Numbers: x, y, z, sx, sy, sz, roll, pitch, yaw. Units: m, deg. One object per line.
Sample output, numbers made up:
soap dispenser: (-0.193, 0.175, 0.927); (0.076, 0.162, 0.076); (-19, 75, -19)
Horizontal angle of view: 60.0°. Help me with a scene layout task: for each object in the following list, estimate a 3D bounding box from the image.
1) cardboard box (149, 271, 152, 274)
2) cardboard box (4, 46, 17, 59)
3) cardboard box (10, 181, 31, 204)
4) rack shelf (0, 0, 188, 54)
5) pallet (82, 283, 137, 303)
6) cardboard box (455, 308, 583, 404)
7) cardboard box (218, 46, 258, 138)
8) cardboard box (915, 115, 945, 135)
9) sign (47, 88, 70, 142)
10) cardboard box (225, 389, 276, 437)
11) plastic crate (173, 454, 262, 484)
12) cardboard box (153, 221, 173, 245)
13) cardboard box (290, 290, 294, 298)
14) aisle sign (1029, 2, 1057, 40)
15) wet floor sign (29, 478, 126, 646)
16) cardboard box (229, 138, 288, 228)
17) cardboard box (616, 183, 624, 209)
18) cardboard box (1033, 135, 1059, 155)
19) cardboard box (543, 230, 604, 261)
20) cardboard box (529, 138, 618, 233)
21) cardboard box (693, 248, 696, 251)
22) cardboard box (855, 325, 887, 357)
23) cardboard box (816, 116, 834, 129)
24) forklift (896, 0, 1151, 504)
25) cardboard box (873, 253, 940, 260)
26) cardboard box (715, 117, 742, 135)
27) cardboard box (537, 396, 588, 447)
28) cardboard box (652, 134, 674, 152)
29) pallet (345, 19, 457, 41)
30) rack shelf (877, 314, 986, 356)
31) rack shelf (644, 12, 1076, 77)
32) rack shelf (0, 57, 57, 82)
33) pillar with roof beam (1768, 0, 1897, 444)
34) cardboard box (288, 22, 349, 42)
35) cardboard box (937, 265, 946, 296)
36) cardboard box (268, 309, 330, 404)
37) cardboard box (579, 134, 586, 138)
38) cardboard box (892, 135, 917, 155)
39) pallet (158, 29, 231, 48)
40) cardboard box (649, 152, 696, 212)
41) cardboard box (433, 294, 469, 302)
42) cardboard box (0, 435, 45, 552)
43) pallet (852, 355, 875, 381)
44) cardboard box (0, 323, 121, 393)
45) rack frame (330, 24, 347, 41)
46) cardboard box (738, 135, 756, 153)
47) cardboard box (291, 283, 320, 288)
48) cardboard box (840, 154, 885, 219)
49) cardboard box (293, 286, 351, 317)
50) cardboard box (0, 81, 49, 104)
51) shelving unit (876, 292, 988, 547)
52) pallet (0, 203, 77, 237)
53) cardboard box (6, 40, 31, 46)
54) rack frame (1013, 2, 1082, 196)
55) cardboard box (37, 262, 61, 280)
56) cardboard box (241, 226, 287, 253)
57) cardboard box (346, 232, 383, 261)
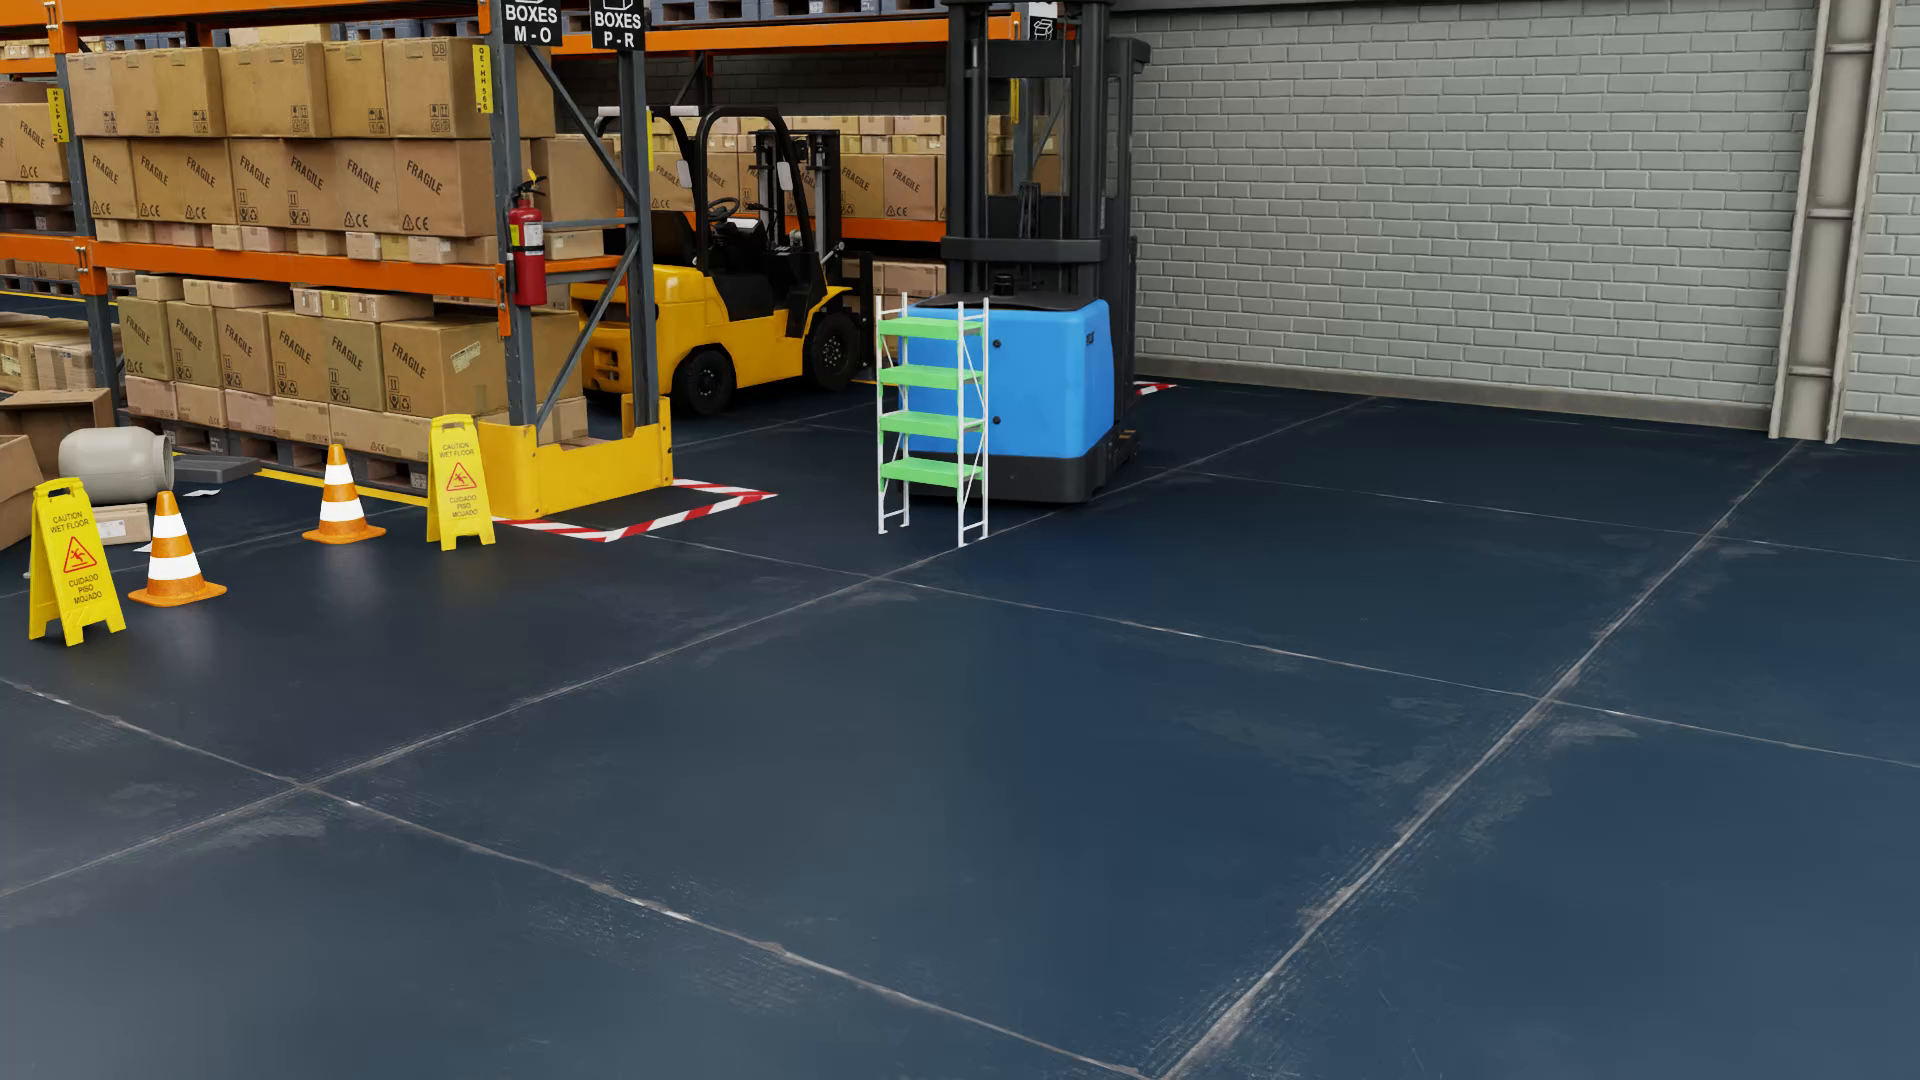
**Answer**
cardboard box: (-9.649, -3.316, 20.196); (0.500, 0.311, 0.500); (10, 17, 35)
cardboard box: (-11.199, -5.838, 19.943); (0.250, 0.149, 0.380); (9, 17, 33)
cardboard box: (-6.152, -2.353, 11.234); (0.250, 0.149, 0.380); (9, 16, 31)
rack shelf: (-7.021, -3.593, 11.850); (4.000, 0.370, 1.077); (9, 17, 33)
pallet: (-9.802, -3.020, 20.083); (1.213, 0.211, 1.003); (9, 17, 33)
cardboard box: (-2.578, -1.081, 9.736); (0.500, 0.500, 0.500); (9, 16, 31)
cardboard box: (-3.821, -2.597, 9.663); (0.500, 0.500, 0.700); (9, 17, 32)
cardboard box: (-0.144, -3.242, 13.001); (0.250, 0.149, 0.380); (10, 17, 34)
sign: (-5.668, -2.669, 10.453); (0.005, 0.325, 0.100); (9, 17, 33)
cardboard box: (-4.132, -0.814, 10.218); (0.500, 0.250, 0.500); (9, 16, 32)
plastic crate: (-4.516, -0.427, 9.881); (0.583, 0.080, 0.402); (3, 14, 14)
cardboard box: (-4.803, -1.937, 10.428); (0.250, 0.149, 0.380); (9, 17, 33)
cardboard box: (-4.298, -1.358, 10.852); (0.500, 0.500, 0.500); (10, 17, 34)
aisle sign: (0.615, -3.866, 12.289); (0.004, 0.787, 0.394); (9, 17, 33)
wet floor sign: (-3.592, 0.071, 6.694); (0.232, 0.644, 0.267); (6, 15, 23)
cardboard box: (-3.883, -2.100, 9.737); (0.500, 0.500, 0.500); (9, 17, 33)
cardboard box: (-3.159, -3.151, 15.121); (0.500, 0.250, 0.500); (10, 17, 34)
cardboard box: (0.588, -3.132, 13.177); (0.250, 0.149, 0.380); (9, 16, 31)
cardboard box: (-2.209, -1.647, 9.255); (0.250, 0.149, 0.380); (9, 17, 33)
cardboard box: (-2.281, -1.993, 9.306); (0.500, 0.500, 0.500); (9, 16, 32)
cardboard box: (-2.368, -2.435, 14.686); (0.500, 0.250, 0.500); (9, 16, 32)
cardboard box: (-0.659, -1.678, 13.709); (0.500, 0.250, 0.500); (9, 17, 33)
cardboard box: (-0.966, -3.390, 13.599); (0.250, 0.149, 0.380); (9, 17, 34)
forklift: (0.517, -1.926, 10.002); (1.130, 2.935, 3.031); (4, 14, 14)
cardboard box: (-0.394, -2.264, 13.994); (0.500, 0.250, 0.500); (9, 17, 32)
cardboard box: (-1.855, -3.510, 14.082); (0.250, 0.149, 0.380); (10, 17, 34)
cardboard box: (-2.558, -0.714, 9.814); (0.500, 0.250, 0.500); (9, 17, 32)
cardboard box: (-2.477, -3.476, 14.567); (0.250, 0.149, 0.380); (9, 16, 32)
pallet: (-5.301, -5.036, 16.575); (1.003, 0.211, 1.213); (10, 17, 35)
rack shelf: (-0.137, -1.009, 8.169); (0.480, 0.148, 0.258); (9, 17, 33)
rack shelf: (-0.935, -4.047, 13.684); (4.000, 0.370, 1.077); (9, 17, 33)
rack shelf: (-10.892, -5.656, 20.185); (4.000, 0.370, 1.077); (9, 17, 33)
pillar with roof beam: (3.226, -4.194, 6.538); (0.400, 9.000, 9.100); (9, 17, 33)
cardboard box: (-6.475, -5.148, 16.948); (0.500, 0.250, 0.500); (9, 16, 31)
cardboard box: (0.168, -2.026, 13.032); (0.500, 0.250, 0.500); (10, 17, 35)
cardboard box: (-3.703, -1.109, 9.847); (0.500, 0.500, 0.500); (9, 16, 32)
cardboard box: (-3.226, -3.604, 15.083); (0.250, 0.149, 0.380); (9, 16, 32)
cardboard box: (-0.329, -3.137, 13.194); (0.250, 0.149, 0.380); (9, 17, 32)
pallet: (-7.868, -5.406, 18.068); (1.003, 0.211, 1.213); (9, 17, 33)
cardboard box: (-2.372, -3.145, 14.578); (0.500, 0.500, 0.500); (9, 16, 31)
cardboard box: (-4.857, -2.623, 16.746); (0.625, 0.625, 0.875); (10, 17, 35)
cardboard box: (-4.913, -0.201, 8.086); (0.637, 0.503, 0.797); (-1, 14, -6)
pallet: (-0.941, -1.576, 14.251); (1.213, 0.211, 1.003); (9, 17, 33)
cardboard box: (-6.397, -1.312, 11.975); (0.625, 0.372, 0.950); (10, 17, 36)
rack frame: (-5.914, -3.745, 17.208); (0.127, 3.000, 1.000); (9, 17, 33)
cardboard box: (-1.649, -3.329, 13.972); (0.250, 0.149, 0.380); (9, 17, 32)
cardboard box: (-6.794, -2.818, 17.793); (0.500, 0.500, 0.500); (9, 16, 32)
cardboard box: (-0.681, -2.874, 13.483); (0.500, 0.500, 0.500); (9, 16, 32)
cardboard box: (-3.619, -1.391, 9.637); (0.250, 0.149, 0.380); (10, 17, 35)
cardboard box: (-6.450, -3.036, 11.296); (0.250, 0.149, 0.380); (9, 16, 31)
shelving unit: (-0.137, -0.605, 8.269); (0.503, 1.200, 0.258); (9, 17, 33)
pallet: (-5.915, -2.256, 11.595); (1.213, 0.211, 1.003); (9, 17, 33)
cardboard box: (-11.043, -6.031, 19.896); (0.500, 0.250, 0.500); (9, 16, 32)
rack frame: (0.725, -2.672, 12.874); (0.127, 3.000, 1.000); (9, 17, 33)
cardboard box: (-11.027, -3.494, 20.523); (0.500, 0.500, 0.500); (10, 17, 34)
cardboard box: (-3.998, -1.788, 9.828); (0.250, 0.149, 0.380); (9, 17, 33)
cardboard box: (-3.176, -1.646, 9.254); (0.250, 0.149, 0.380); (10, 17, 34)
